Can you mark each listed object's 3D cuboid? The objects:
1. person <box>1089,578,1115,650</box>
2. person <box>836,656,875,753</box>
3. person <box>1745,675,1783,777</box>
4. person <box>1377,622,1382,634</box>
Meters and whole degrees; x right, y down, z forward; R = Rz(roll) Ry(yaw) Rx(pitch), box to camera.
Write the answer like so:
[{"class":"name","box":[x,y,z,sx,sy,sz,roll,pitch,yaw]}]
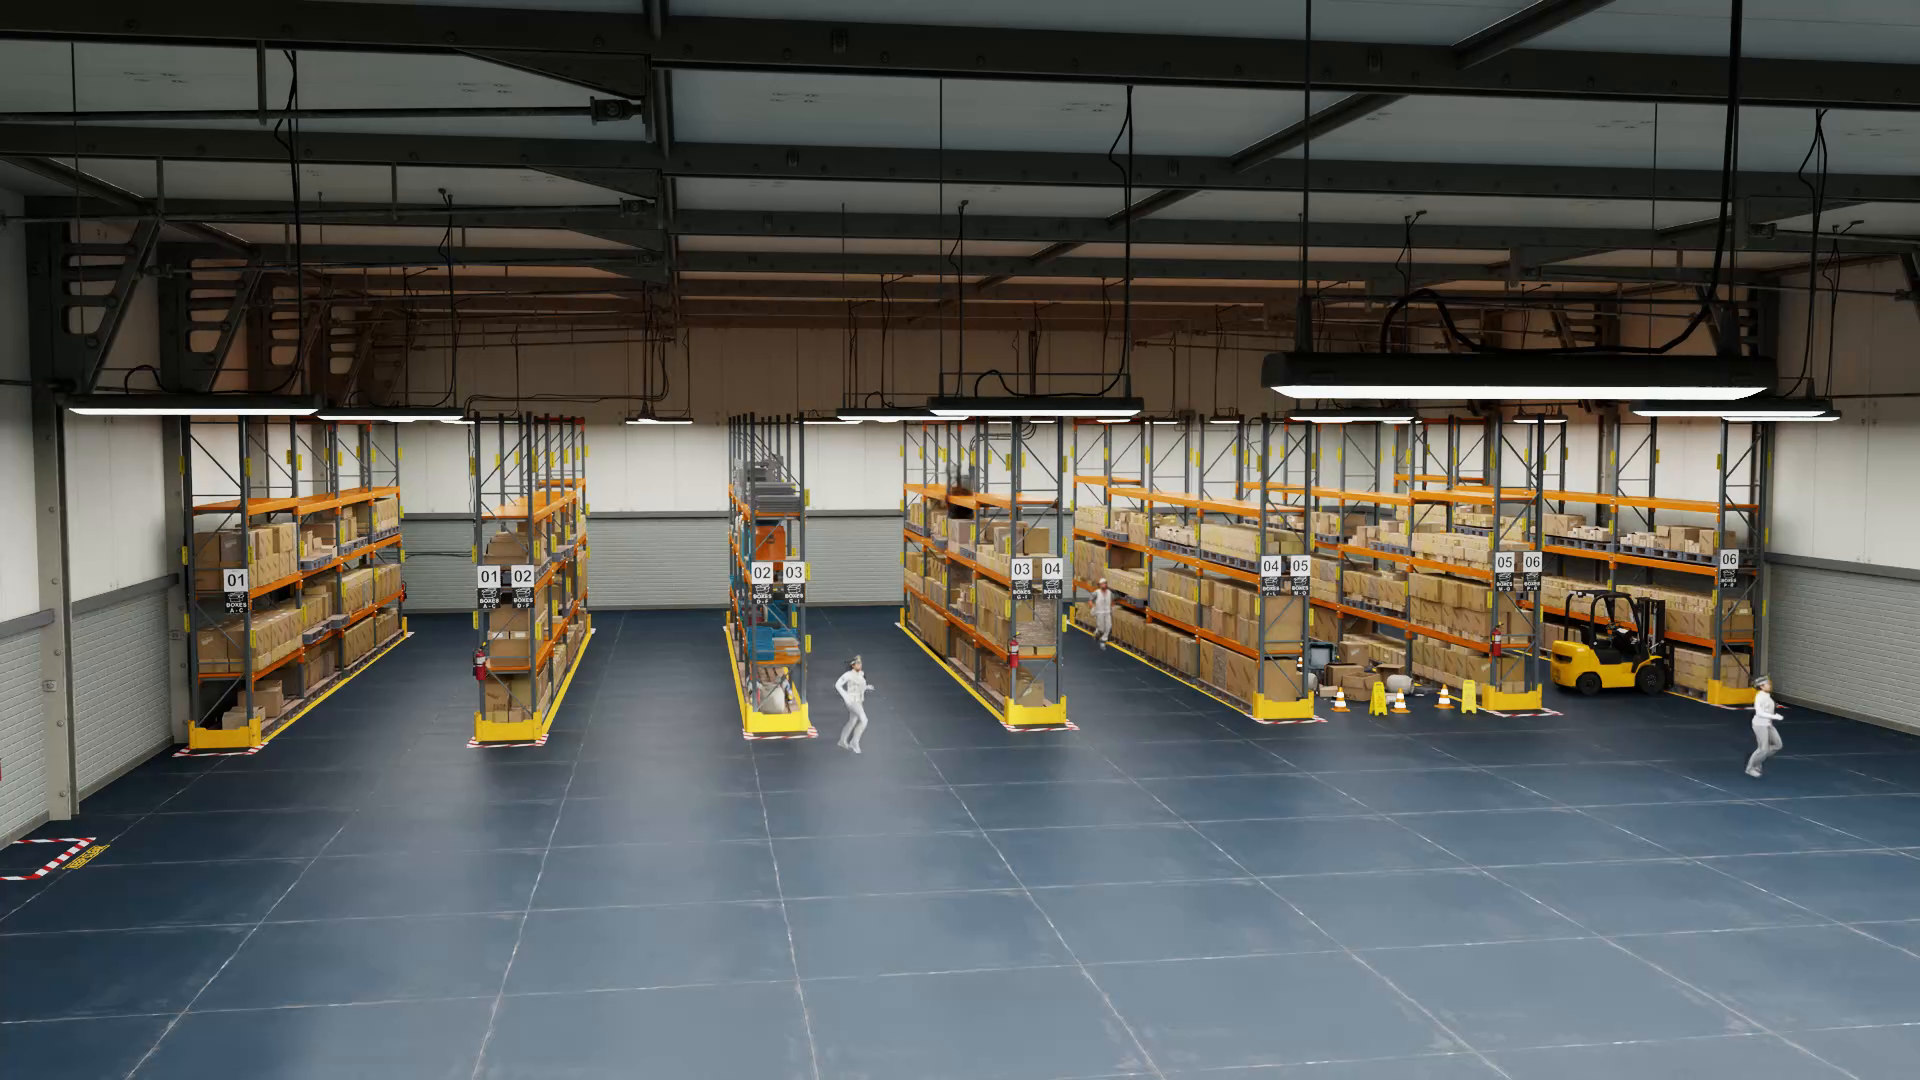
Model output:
[{"class":"person","box":[3.487,1.807,40.532,0.662,1.748,0.599,-1,4,-13]},{"class":"person","box":[-1.835,2.897,29.380,0.697,1.740,0.579,2,4,26]},{"class":"person","box":[13.133,3.034,27.113,0.562,1.669,0.671,3,5,38]},{"class":"person","box":[11.011,1.919,43.770,0.579,1.654,0.625,-1,4,-13]}]
